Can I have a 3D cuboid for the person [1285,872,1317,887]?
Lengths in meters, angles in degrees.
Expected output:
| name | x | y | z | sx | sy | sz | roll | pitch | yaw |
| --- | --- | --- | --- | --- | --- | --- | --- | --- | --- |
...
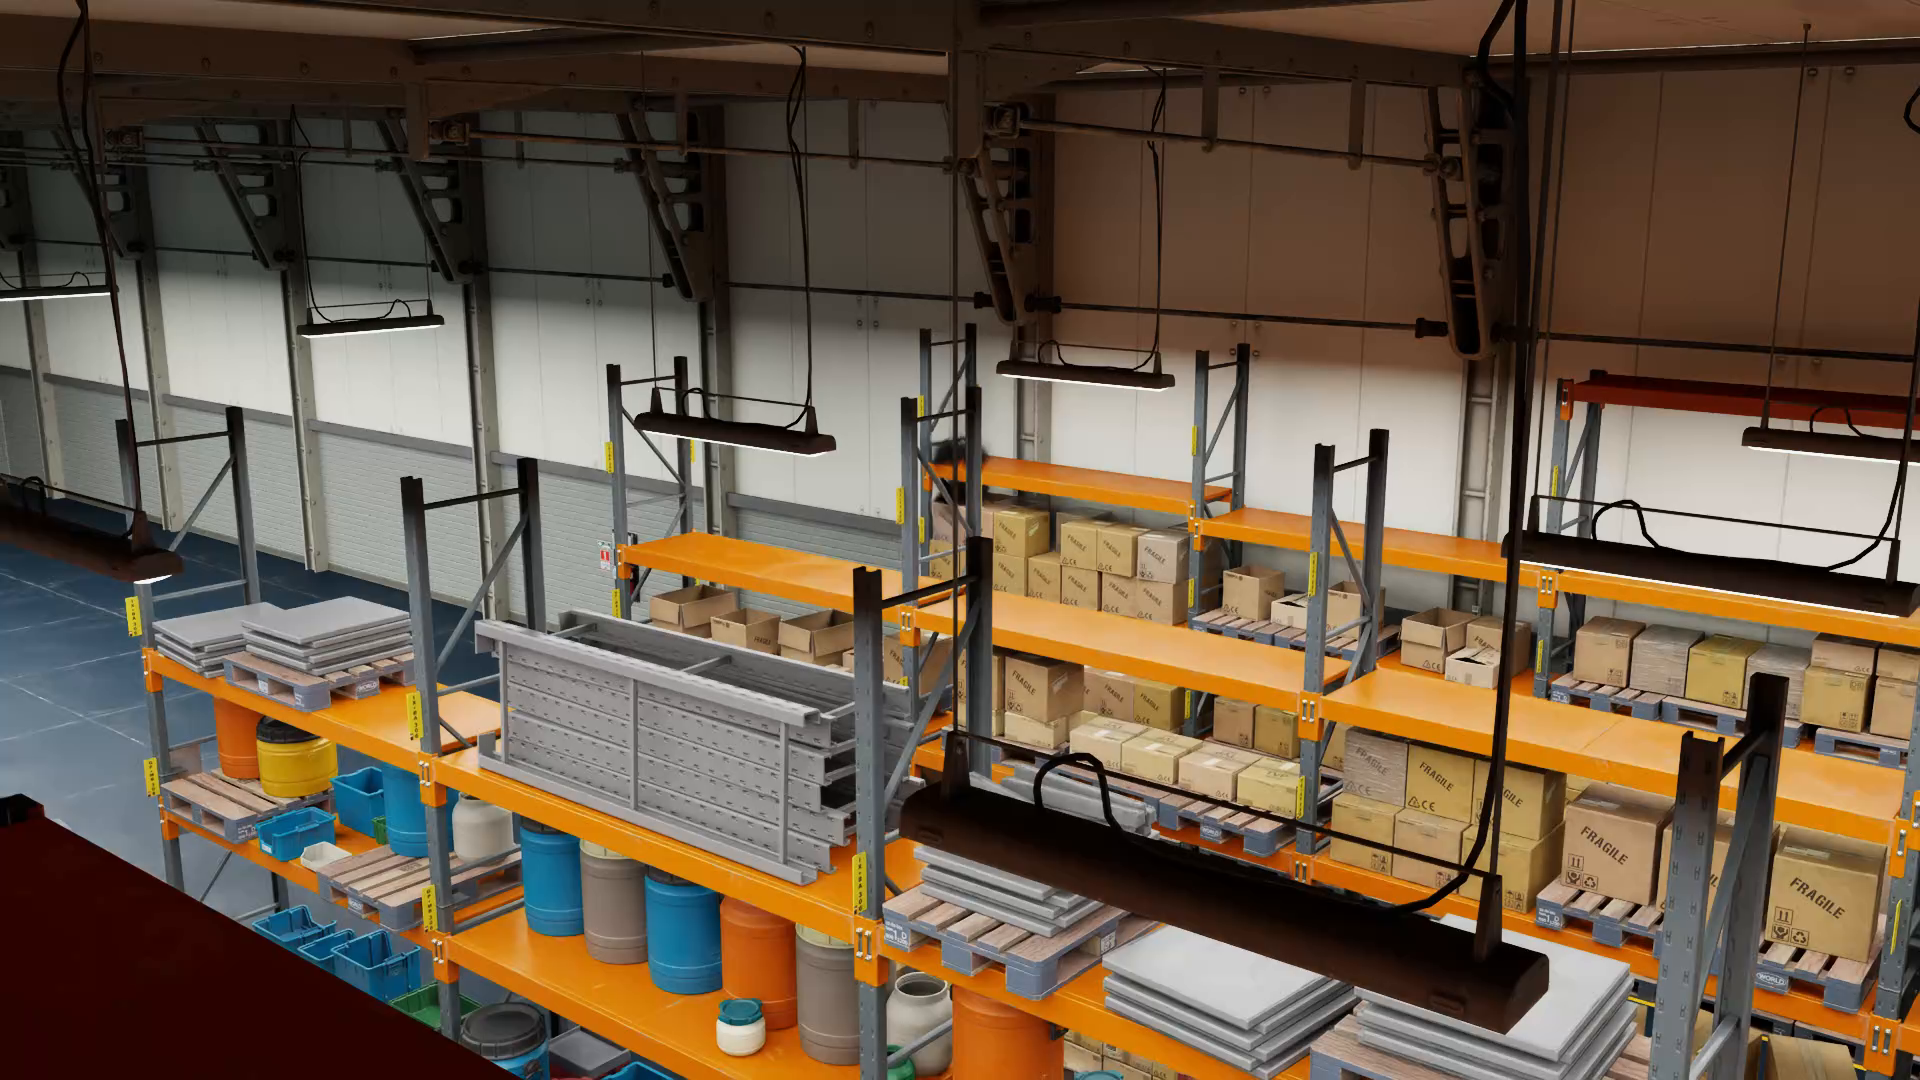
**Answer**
| name | x | y | z | sx | sy | sz | roll | pitch | yaw |
| --- | --- | --- | --- | --- | --- | --- | --- | --- | --- |
| person | 3.151 | 3.764 | 15.489 | 0.965 | 1.761 | 0.718 | 8 | 15 | 33 |
